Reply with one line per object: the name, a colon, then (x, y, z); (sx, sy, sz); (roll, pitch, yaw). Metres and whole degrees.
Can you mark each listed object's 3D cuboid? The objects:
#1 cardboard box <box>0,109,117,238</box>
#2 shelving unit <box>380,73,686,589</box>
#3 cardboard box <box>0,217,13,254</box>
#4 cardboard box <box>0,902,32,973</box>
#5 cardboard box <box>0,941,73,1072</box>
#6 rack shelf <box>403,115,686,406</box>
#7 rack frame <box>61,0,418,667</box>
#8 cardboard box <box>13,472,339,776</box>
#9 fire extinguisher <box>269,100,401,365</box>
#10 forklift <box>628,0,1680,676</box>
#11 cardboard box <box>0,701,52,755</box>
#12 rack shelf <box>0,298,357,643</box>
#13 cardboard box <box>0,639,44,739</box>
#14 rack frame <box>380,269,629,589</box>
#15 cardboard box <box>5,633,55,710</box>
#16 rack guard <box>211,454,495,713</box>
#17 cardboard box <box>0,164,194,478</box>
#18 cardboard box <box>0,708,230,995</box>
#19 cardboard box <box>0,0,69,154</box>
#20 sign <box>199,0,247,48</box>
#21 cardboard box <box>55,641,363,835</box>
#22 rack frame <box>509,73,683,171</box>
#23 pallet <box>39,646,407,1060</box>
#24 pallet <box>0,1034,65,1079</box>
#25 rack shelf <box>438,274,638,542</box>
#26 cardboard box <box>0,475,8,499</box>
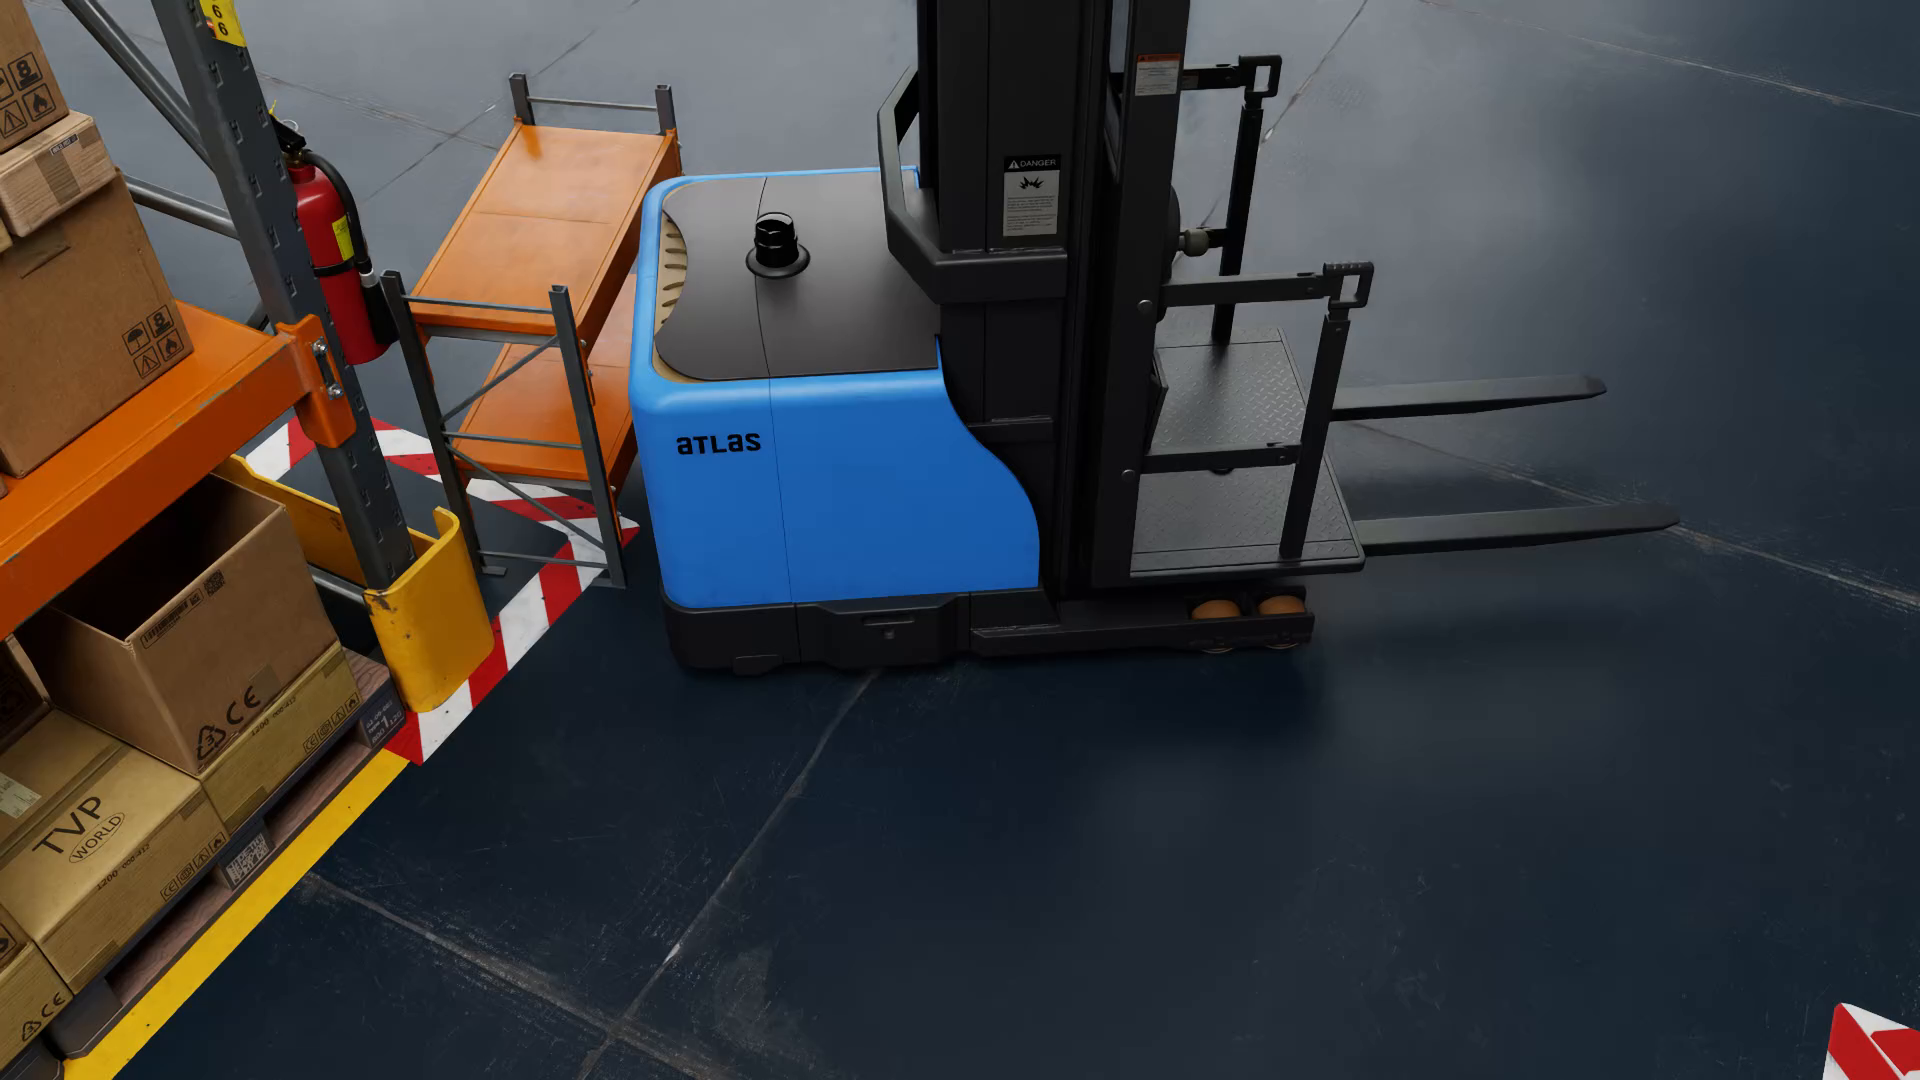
cardboard box: (-1.976, -0.788, 3.394); (0.380, 0.149, 0.250); (20, 49, 18)
shelving unit: (-1.197, -0.638, 5.090); (0.538, 1.125, 1.048); (6, 46, 6)
cardboard box: (-2.096, -0.623, 3.230); (0.380, 0.149, 0.250); (22, 49, 20)
cardboard box: (-2.404, 0.798, 3.463); (0.500, 0.500, 0.500); (20, 49, 19)
cardboard box: (-2.406, 1.060, 3.731); (0.500, 0.250, 0.500); (20, 49, 19)
rack shelf: (-1.197, -0.844, 4.881); (0.538, 0.278, 1.000); (6, 46, 6)
rack frame: (-1.967, -0.829, 3.960); (1.000, 3.000, 0.127); (20, 49, 19)
cardboard box: (-1.952, 0.163, 4.091); (0.500, 0.500, 0.500); (20, 49, 19)
fire extinguisher: (-1.501, -0.723, 3.910); (0.296, 0.674, 0.183); (20, 49, 19)
forklift: (0.626, -1.070, 4.247); (3.031, 2.935, 1.130); (-4, 45, -4)
cardboard box: (-2.642, 0.571, 4.215); (0.500, 0.250, 0.500); (20, 49, 19)
rack shelf: (-2.895, 0.684, 2.971); (1.077, 0.370, 4.000); (20, 49, 19)
cardboard box: (-2.643, 0.307, 3.949); (0.500, 0.500, 0.500); (20, 49, 19)
rack frame: (-1.270, -0.280, 4.736); (0.500, 1.125, 0.032); (6, 46, 6)
cardboard box: (-2.413, 0.255, 4.527); (0.500, 0.250, 0.500); (20, 49, 19)
rack guard: (-1.956, 0.035, 4.864); (1.175, 0.500, 0.348); (20, 49, 19)
cardboard box: (-2.195, -0.574, 3.638); (0.700, 0.500, 0.500); (20, 49, 19)
cardboard box: (-2.176, 0.745, 4.043); (0.500, 0.250, 0.500); (20, 49, 19)
cardboard box: (-2.220, -0.997, 3.144); (0.700, 0.500, 0.500); (21, 49, 19)
sign: (-1.493, -1.131, 3.278); (0.100, 0.325, 0.005); (20, 49, 19)
cardboard box: (-1.954, 0.426, 4.358); (0.500, 0.250, 0.500); (20, 49, 19)
rack frame: (-1.124, -0.996, 5.443); (0.500, 1.125, 0.032); (6, 46, 6)
pallet: (-2.285, 0.647, 4.462); (1.003, 0.211, 1.213); (20, 49, 19)
pallet: (-2.852, 1.413, 3.705); (1.003, 0.211, 1.213); (20, 49, 19)
rack shelf: (-1.197, -0.466, 5.264); (0.538, 0.278, 1.000); (6, 46, 6)
cardboard box: (-2.435, -0.241, 3.309); (0.700, 0.500, 0.500); (22, 49, 20)
